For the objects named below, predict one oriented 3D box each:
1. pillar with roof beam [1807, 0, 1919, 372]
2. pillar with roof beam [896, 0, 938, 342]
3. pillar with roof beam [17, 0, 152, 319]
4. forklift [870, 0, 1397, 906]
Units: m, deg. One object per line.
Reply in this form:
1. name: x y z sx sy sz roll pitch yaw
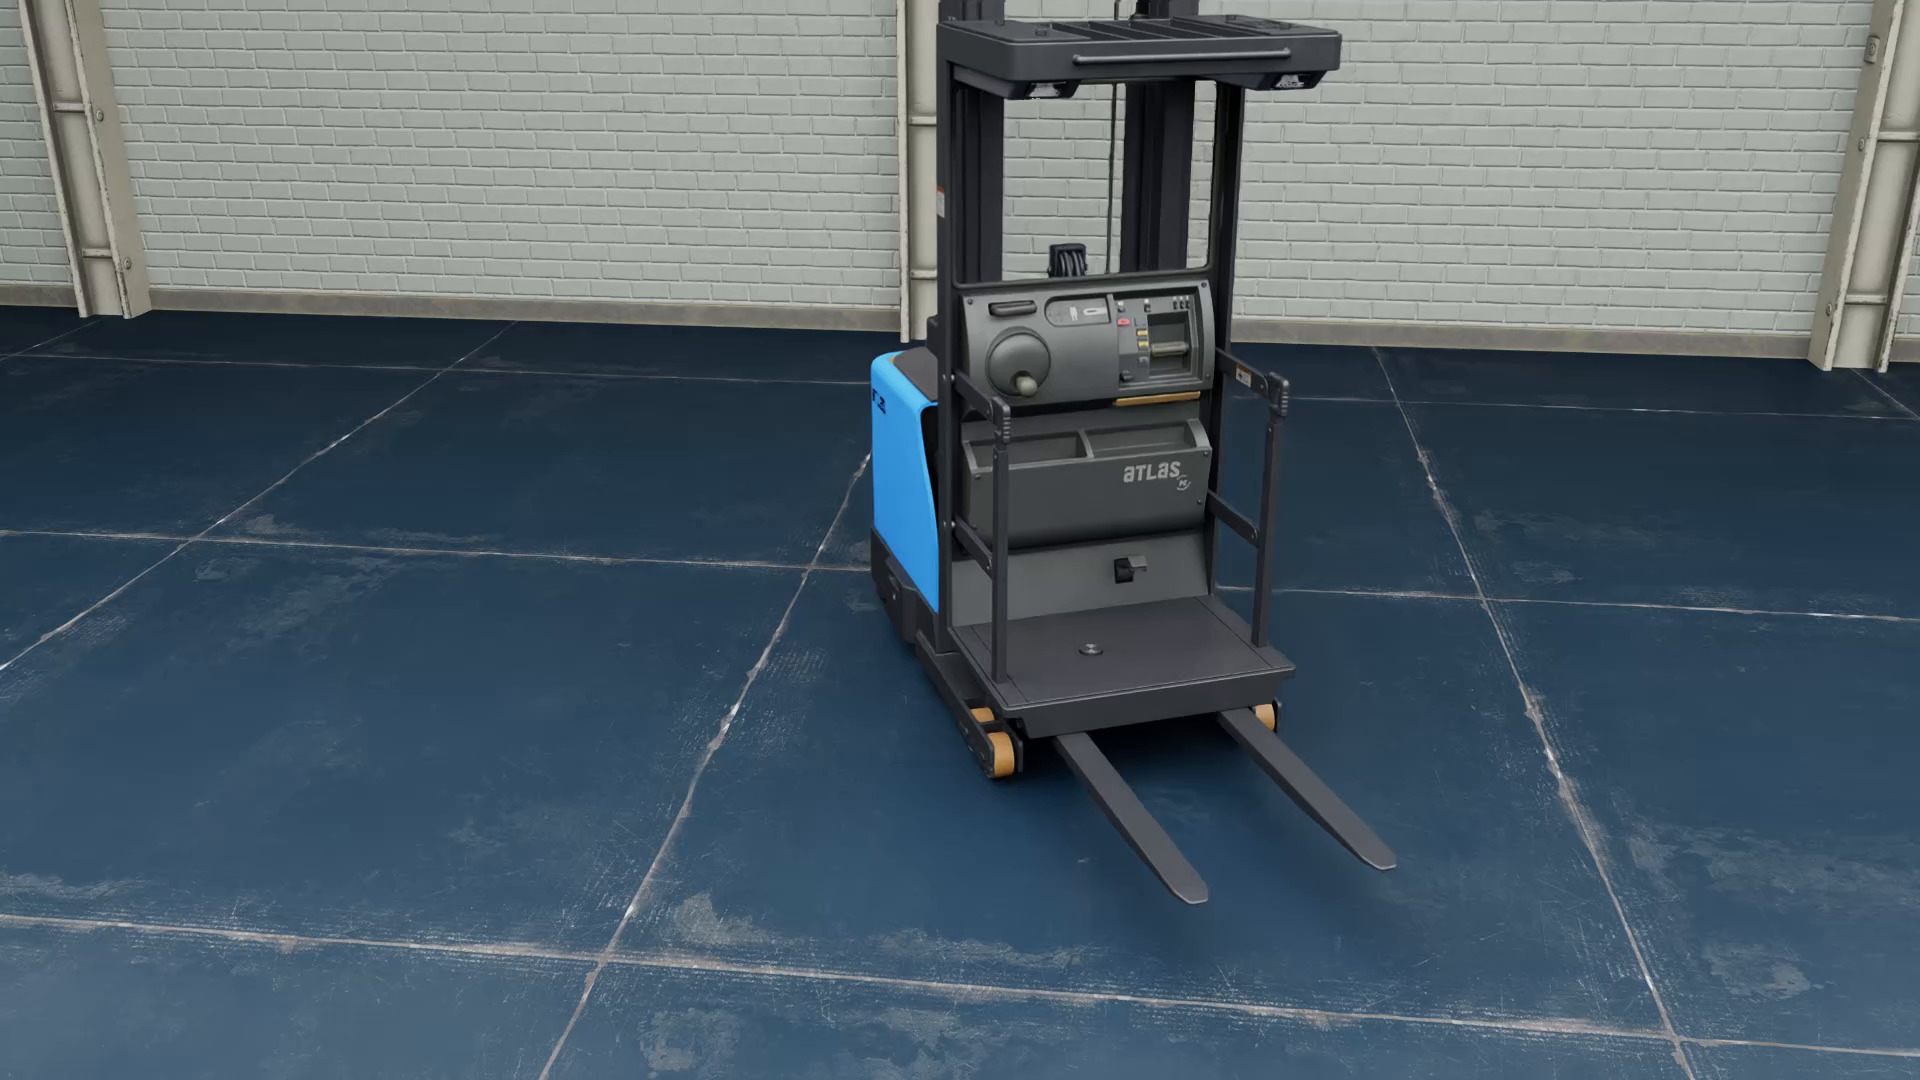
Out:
1. pillar with roof beam: 5.259 -3.753 5.193 0.400 9.000 9.100 2 22 6
2. pillar with roof beam: -0.700 -4.013 5.850 0.400 9.000 9.100 2 22 6
3. pillar with roof beam: -6.658 -4.272 6.506 0.400 9.000 9.100 2 22 6
4. forklift: 0.528 -0.690 5.698 1.130 2.935 3.031 -6 22 -16
